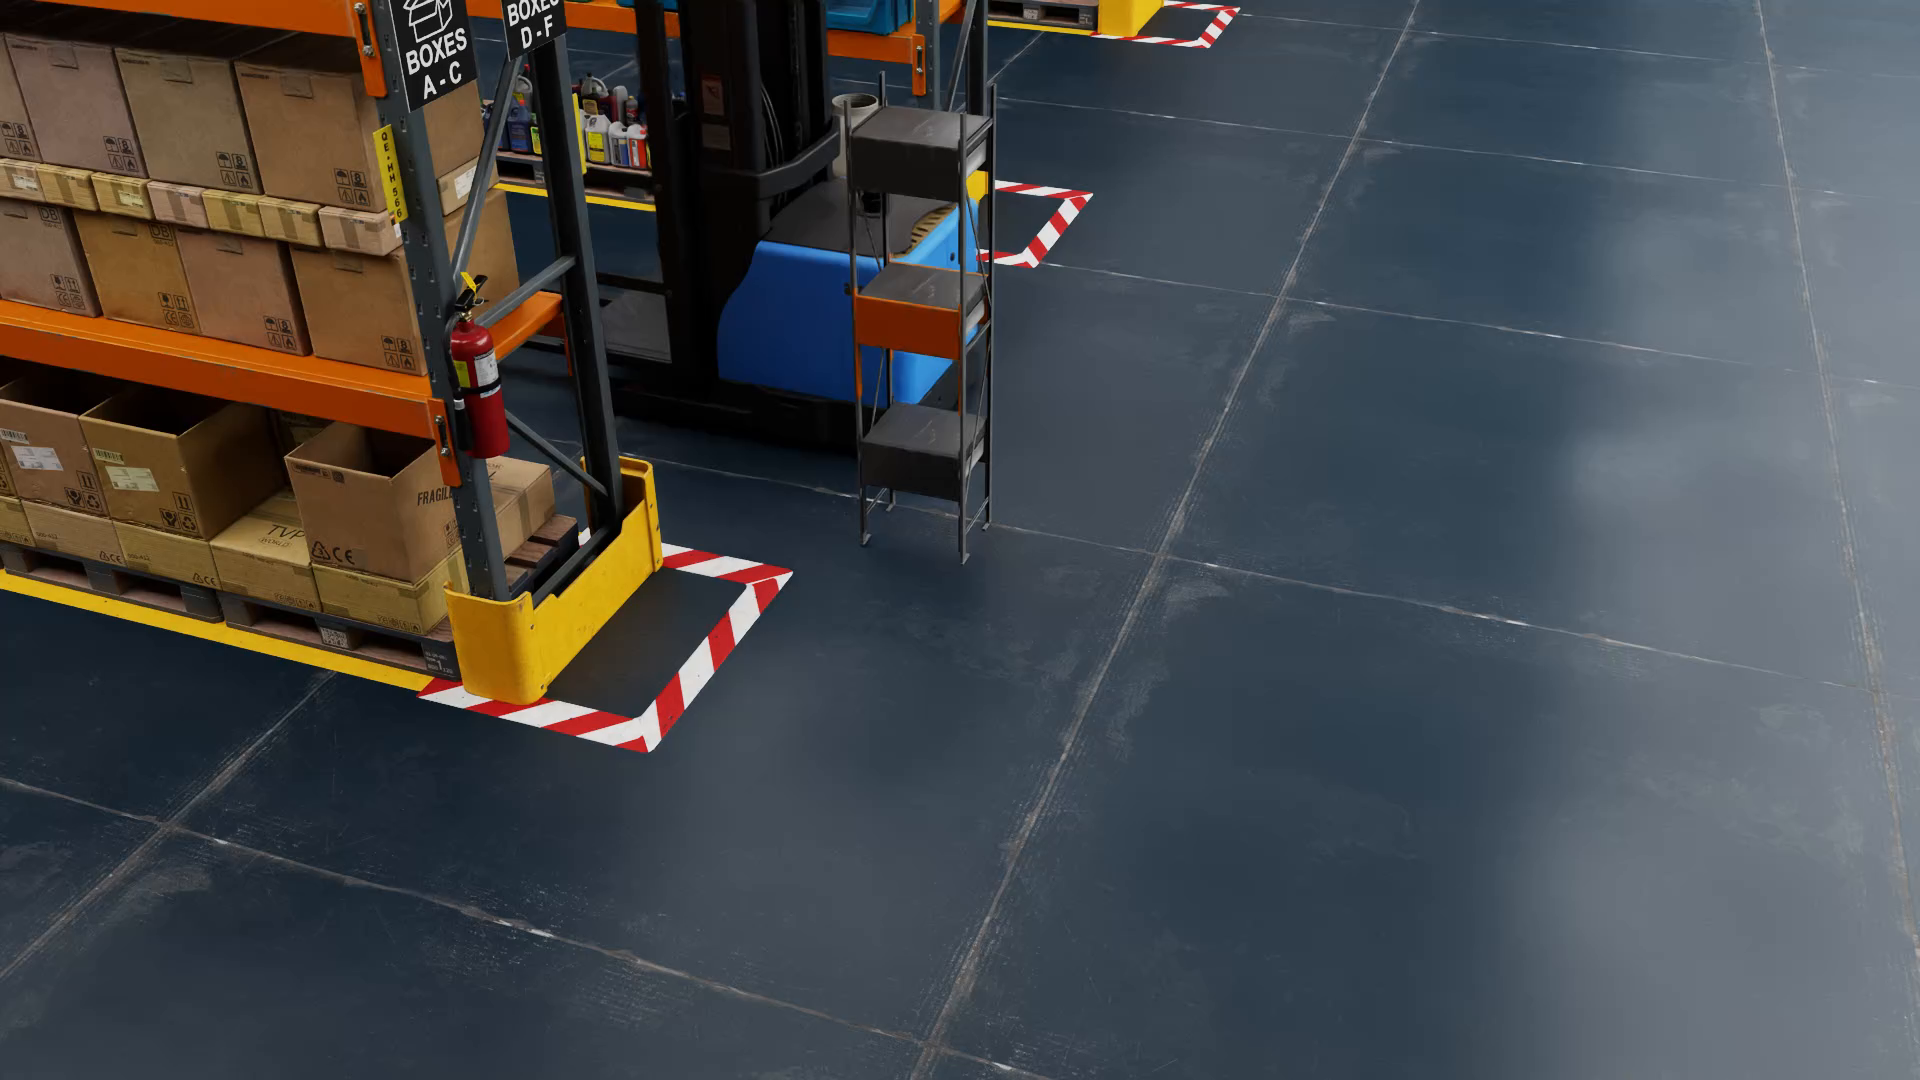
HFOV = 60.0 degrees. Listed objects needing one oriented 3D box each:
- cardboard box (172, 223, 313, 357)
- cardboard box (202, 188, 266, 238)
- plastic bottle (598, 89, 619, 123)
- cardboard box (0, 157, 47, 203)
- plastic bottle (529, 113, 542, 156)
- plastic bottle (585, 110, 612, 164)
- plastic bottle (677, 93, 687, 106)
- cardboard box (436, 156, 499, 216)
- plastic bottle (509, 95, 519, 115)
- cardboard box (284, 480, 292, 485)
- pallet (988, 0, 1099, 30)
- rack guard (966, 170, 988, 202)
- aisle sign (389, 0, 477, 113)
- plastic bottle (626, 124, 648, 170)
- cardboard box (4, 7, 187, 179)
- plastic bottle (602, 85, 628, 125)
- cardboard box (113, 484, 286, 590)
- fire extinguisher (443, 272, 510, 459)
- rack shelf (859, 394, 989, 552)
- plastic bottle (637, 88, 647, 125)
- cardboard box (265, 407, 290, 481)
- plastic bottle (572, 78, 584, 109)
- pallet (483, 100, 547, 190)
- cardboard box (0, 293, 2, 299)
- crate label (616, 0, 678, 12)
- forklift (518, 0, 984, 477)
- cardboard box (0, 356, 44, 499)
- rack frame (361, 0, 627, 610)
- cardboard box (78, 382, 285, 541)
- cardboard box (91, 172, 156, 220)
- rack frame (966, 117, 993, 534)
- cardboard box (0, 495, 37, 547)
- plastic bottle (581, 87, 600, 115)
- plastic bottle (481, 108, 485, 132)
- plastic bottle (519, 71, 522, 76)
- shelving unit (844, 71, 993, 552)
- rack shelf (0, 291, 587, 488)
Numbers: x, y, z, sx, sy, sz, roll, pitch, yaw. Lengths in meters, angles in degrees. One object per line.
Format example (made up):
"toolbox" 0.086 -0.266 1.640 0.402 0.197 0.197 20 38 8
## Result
"cardboard box" -4.772 -1.144 7.438 4.930 1.340 1.023 12 35 18
"cardboard box" -2.630 -1.296 6.302 0.250 0.149 0.380 11 34 16
"plastic bottle" -2.504 -3.068 11.836 0.133 0.283 0.061 11 34 16
"cardboard box" -3.603 -1.485 6.595 0.250 0.149 0.380 11 34 16
"plastic bottle" -2.870 -2.774 11.380 0.133 0.283 0.061 13 35 19
"plastic bottle" -2.436 -2.742 11.268 0.185 0.351 0.144 12 35 18
"plastic bottle" -1.968 -3.036 11.797 0.097 0.271 0.097 0 33 0
"cardboard box" -2.015 -1.412 6.481 0.250 0.149 0.380 11 34 16
"plastic bottle" -3.140 -2.962 11.609 0.185 0.351 0.144 11 34 16
"cardboard box" -3.090 -0.330 7.643 0.500 0.250 0.500 11 34 16
"pallet" 0.803 -4.982 15.272 1.213 0.211 1.003 11 34 16
"rack guard" -0.131 -2.384 10.981 0.348 0.500 1.175 11 34 16
"aisle sign" -1.755 -1.846 5.446 0.004 0.787 0.394 11 34 16
"plastic bottle" -2.148 -2.657 11.205 0.135 0.276 0.152 11 35 17
"cardboard box" -3.175 -1.789 6.468 0.500 0.500 0.700 11 34 17
"plastic bottle" -2.469 -3.120 11.922 0.135 0.276 0.152 12 35 17
"cardboard box" -3.269 -0.060 7.225 0.500 0.250 0.500 11 34 16
"fire extinguisher" -1.763 -0.624 6.022 0.183 0.674 0.296 11 34 16
"rack shelf" -0.156 -0.313 7.614 0.480 0.518 0.431 11 34 16
"plastic bottle" -2.253 -3.092 11.883 0.097 0.271 0.097 0 33 0
"cardboard box" -3.094 -0.639 7.431 0.500 0.500 0.500 11 34 16
"plastic bottle" -2.757 -3.205 12.048 0.133 0.283 0.061 13 35 20
"pallet" -3.191 -2.860 11.985 1.213 0.211 1.003 11 34 16
"cardboard box" -4.094 -1.424 7.099 0.500 0.500 0.700 12 35 17
"crate label" -1.867 -3.658 10.617 0.616 0.435 0.502 11 34 16
"forklift" -1.342 -1.927 8.033 3.545 2.935 1.782 12 35 18
"cardboard box" -4.211 -0.556 7.302 0.500 0.500 0.500 11 34 16
"rack frame" -1.718 -0.915 6.402 0.127 3.000 1.000 11 34 16
"cardboard box" -3.270 -0.373 7.019 0.500 0.500 0.500 11 34 16
"cardboard box" -3.113 -1.391 6.449 0.250 0.149 0.380 12 35 18
"rack frame" 0.074 -0.868 7.159 0.006 1.831 0.380 11 34 16
"cardboard box" -4.211 -0.241 7.505 0.500 0.250 0.500 11 34 16
"plastic bottle" -2.631 -3.098 11.881 0.133 0.283 0.061 11 34 16
"plastic bottle" -3.343 -2.889 11.565 0.135 0.276 0.152 12 35 18
"plastic bottle" -3.245 -3.300 12.194 0.133 0.283 0.061 13 35 19
"shelving unit" -0.158 -0.913 7.228 0.499 2.100 0.431 11 34 16
"rack shelf" -3.601 -0.979 7.164 4.000 0.370 1.077 11 34 16
